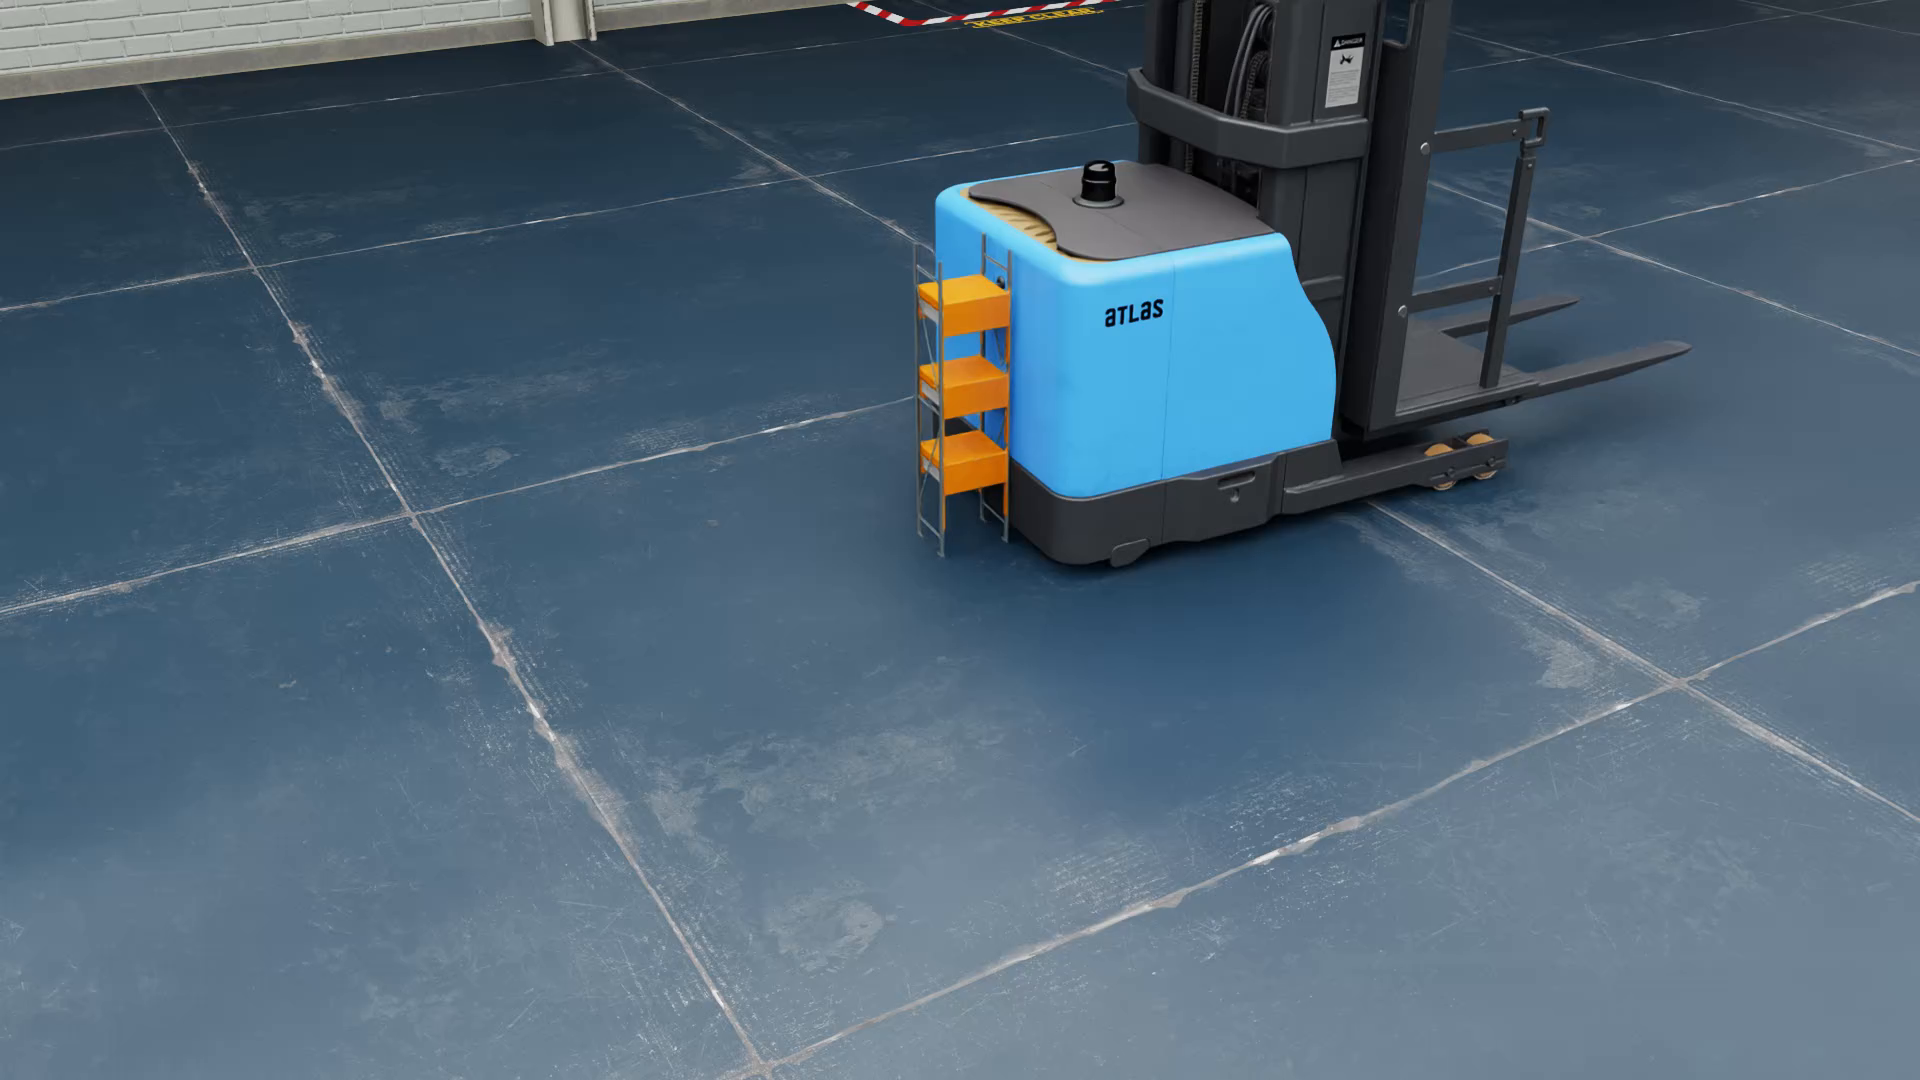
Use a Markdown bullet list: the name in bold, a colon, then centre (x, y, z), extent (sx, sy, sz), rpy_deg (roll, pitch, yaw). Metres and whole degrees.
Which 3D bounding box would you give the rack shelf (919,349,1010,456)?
- **rack shelf**: centre (0.008, -0.457, 5.514), extent (0.240, 0.259, 0.215), rpy_deg (-13, 32, -23)

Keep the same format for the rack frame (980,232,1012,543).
- **rack frame**: centre (0.118, -0.493, 5.556), extent (0.008, 1.050, 0.200), rpy_deg (-13, 32, -23)

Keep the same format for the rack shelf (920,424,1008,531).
- **rack shelf**: centre (0.008, -0.214, 5.649), extent (0.240, 0.259, 0.215), rpy_deg (-13, 32, -23)

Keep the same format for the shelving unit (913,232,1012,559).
- **shelving unit**: centre (0.008, -0.467, 5.509), extent (0.252, 1.050, 0.215), rpy_deg (-13, 32, -23)

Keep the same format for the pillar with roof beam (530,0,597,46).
- **pillar with roof beam**: centre (-0.823, -5.964, 7.243), extent (0.400, 9.000, 9.100), rpy_deg (-16, 33, -26)

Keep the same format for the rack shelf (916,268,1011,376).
- **rack shelf**: centre (0.008, -0.706, 5.377), extent (0.240, 0.259, 0.215), rpy_deg (-13, 32, -23)

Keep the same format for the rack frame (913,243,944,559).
- **rack frame**: centre (-0.101, -0.441, 5.462), extent (0.008, 1.050, 0.200), rpy_deg (-13, 32, -23)

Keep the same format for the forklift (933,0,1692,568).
- **forklift**: centre (1.451, -1.678, 5.756), extent (3.031, 2.935, 1.130), rpy_deg (-14, 32, -23)
